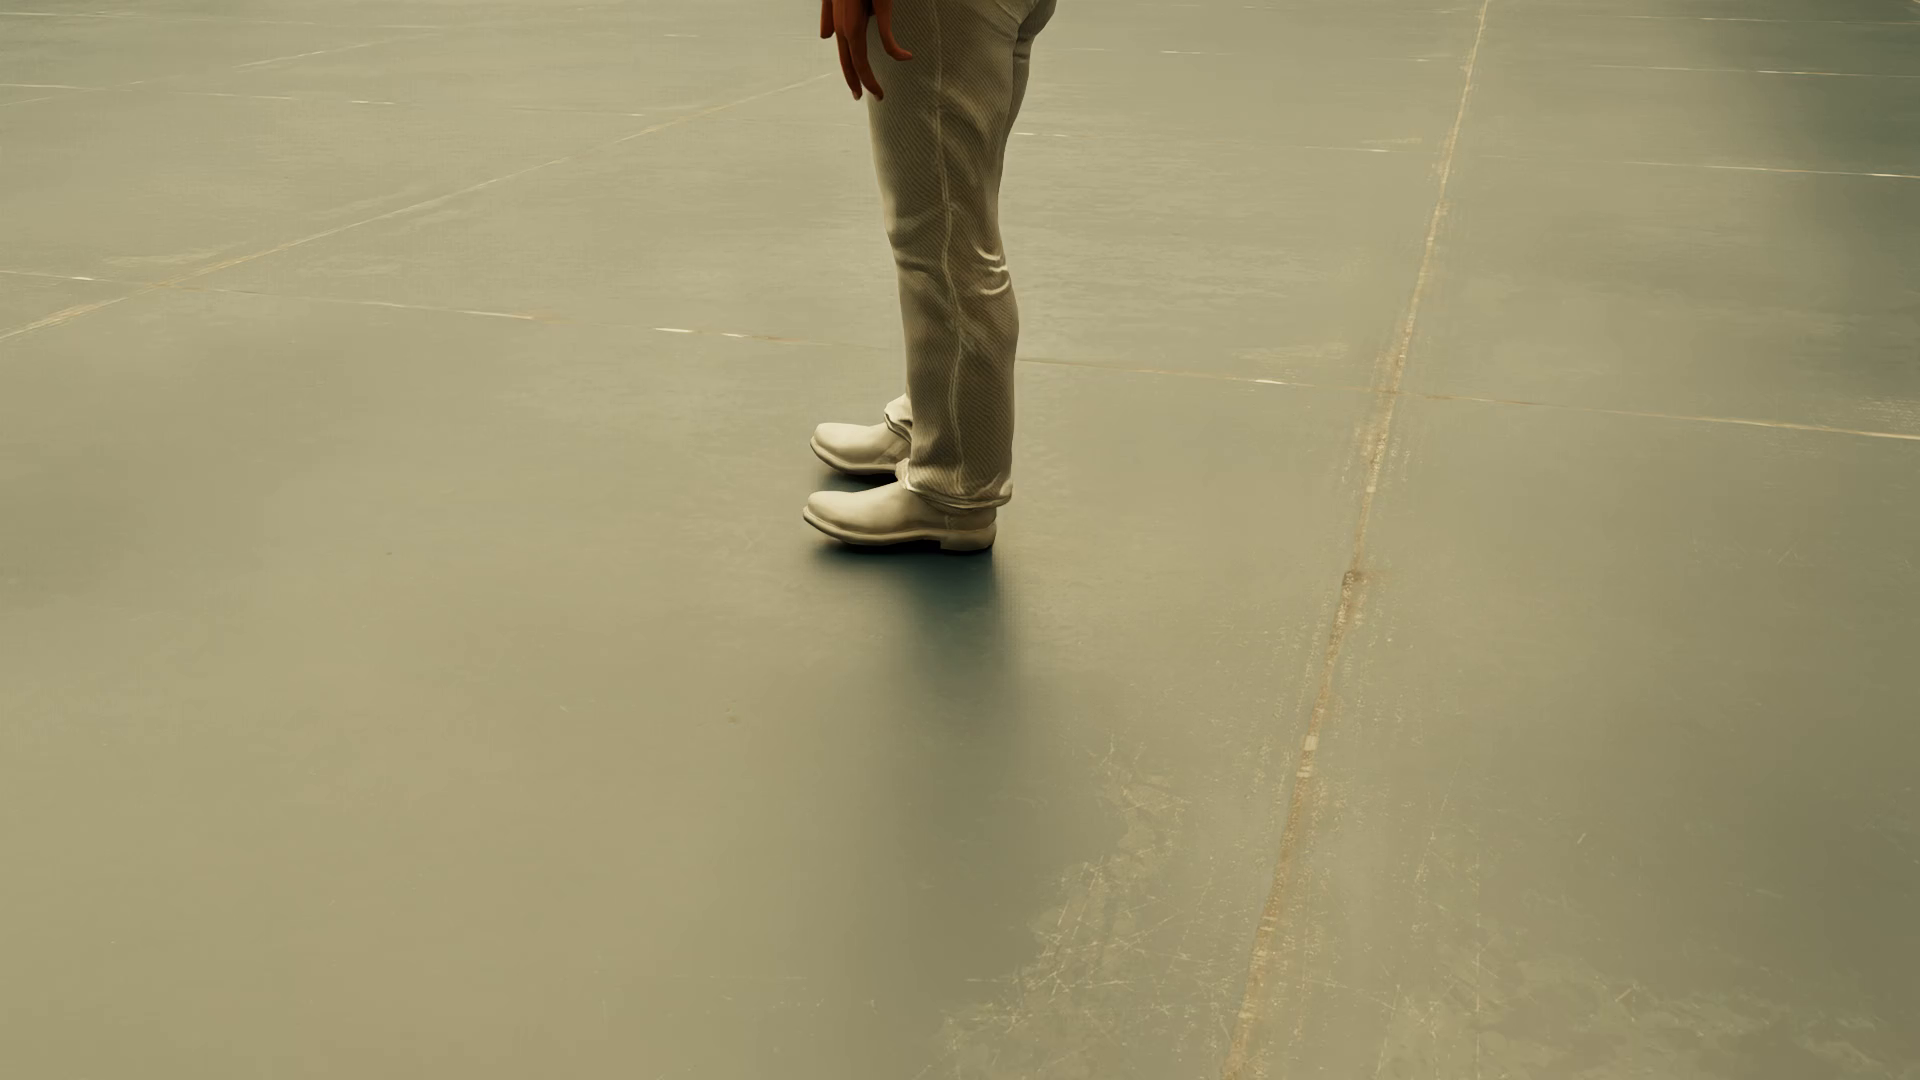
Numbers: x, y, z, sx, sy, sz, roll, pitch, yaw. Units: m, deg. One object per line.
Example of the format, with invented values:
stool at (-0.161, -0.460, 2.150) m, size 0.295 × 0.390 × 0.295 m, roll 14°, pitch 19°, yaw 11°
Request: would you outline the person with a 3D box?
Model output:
person at (-0.065, -0.833, 2.305) m, size 0.575 × 1.768 × 0.665 m, roll 7°, pitch 23°, yaw 16°
